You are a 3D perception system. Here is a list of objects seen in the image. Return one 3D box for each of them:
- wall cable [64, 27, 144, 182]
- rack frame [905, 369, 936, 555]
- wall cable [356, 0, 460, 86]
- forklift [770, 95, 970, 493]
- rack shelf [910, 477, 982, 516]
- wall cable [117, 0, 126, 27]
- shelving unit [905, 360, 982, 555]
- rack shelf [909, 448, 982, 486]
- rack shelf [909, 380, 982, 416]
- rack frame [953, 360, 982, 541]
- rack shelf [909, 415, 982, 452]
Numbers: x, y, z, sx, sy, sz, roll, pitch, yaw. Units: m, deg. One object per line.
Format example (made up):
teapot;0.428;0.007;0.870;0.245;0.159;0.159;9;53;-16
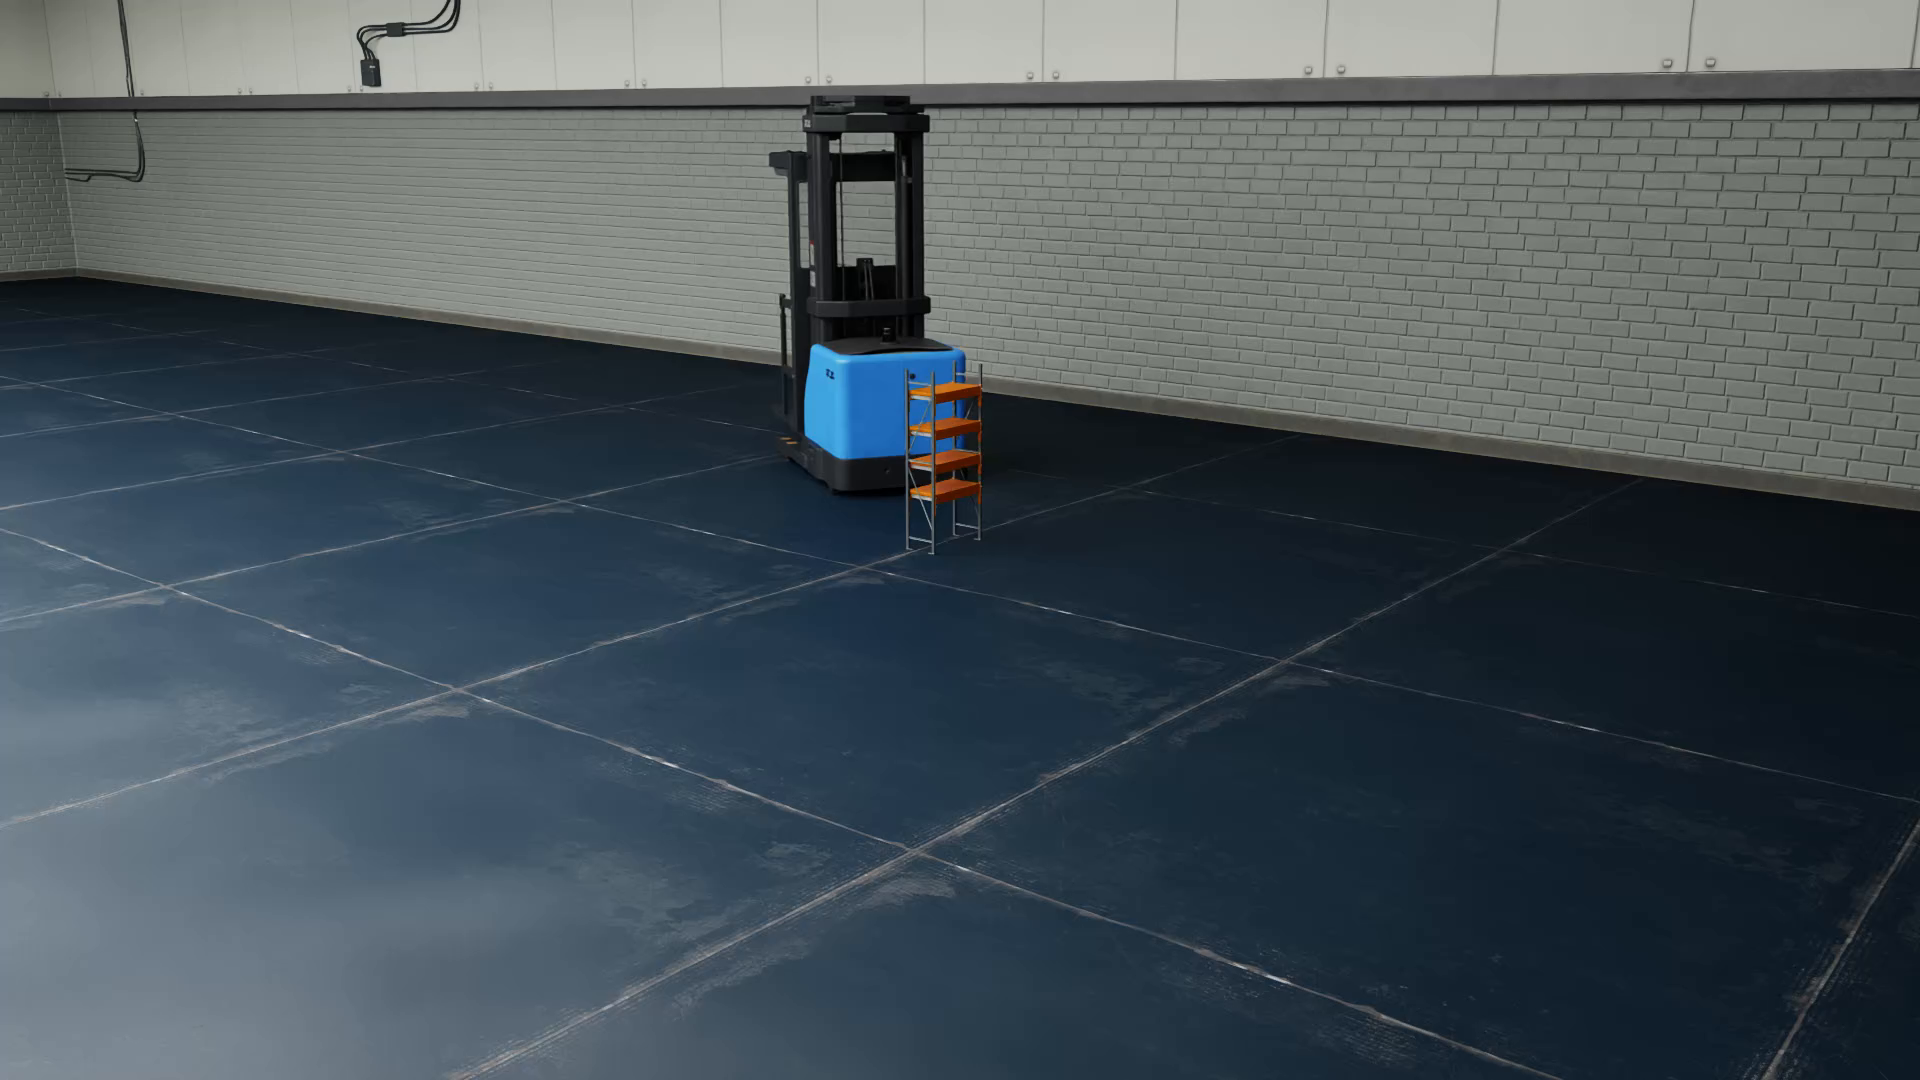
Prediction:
wall cable;-14.779;-7.381;28.333;3.097;2.526;0.112;11;18;38
rack frame;-0.257;-0.503;10.793;0.240;1.200;0.015;11;18;38
wall cable;-7.405;-9.062;21.737;2.305;6.003;0.169;11;18;38
forklift;-0.892;-2.093;13.535;1.130;2.935;3.031;-5;15;-19
rack shelf;-0.104;-0.292;11.043;0.258;0.148;0.480;11;18;38
wall cable;-12.675;-9.410;26.063;3.097;2.526;0.112;11;18;38
shelving unit;-0.104;-0.550;10.977;0.258;1.200;0.503;11;18;38
rack shelf;-0.104;-0.485;10.994;0.258;0.148;0.480;11;18;38
rack shelf;-0.104;-0.931;10.880;0.258;0.148;0.480;11;18;38
rack frame;0.049;-0.597;11.161;0.240;1.200;0.015;11;18;38
rack shelf;-0.104;-0.701;10.939;0.258;0.148;0.480;11;18;38
